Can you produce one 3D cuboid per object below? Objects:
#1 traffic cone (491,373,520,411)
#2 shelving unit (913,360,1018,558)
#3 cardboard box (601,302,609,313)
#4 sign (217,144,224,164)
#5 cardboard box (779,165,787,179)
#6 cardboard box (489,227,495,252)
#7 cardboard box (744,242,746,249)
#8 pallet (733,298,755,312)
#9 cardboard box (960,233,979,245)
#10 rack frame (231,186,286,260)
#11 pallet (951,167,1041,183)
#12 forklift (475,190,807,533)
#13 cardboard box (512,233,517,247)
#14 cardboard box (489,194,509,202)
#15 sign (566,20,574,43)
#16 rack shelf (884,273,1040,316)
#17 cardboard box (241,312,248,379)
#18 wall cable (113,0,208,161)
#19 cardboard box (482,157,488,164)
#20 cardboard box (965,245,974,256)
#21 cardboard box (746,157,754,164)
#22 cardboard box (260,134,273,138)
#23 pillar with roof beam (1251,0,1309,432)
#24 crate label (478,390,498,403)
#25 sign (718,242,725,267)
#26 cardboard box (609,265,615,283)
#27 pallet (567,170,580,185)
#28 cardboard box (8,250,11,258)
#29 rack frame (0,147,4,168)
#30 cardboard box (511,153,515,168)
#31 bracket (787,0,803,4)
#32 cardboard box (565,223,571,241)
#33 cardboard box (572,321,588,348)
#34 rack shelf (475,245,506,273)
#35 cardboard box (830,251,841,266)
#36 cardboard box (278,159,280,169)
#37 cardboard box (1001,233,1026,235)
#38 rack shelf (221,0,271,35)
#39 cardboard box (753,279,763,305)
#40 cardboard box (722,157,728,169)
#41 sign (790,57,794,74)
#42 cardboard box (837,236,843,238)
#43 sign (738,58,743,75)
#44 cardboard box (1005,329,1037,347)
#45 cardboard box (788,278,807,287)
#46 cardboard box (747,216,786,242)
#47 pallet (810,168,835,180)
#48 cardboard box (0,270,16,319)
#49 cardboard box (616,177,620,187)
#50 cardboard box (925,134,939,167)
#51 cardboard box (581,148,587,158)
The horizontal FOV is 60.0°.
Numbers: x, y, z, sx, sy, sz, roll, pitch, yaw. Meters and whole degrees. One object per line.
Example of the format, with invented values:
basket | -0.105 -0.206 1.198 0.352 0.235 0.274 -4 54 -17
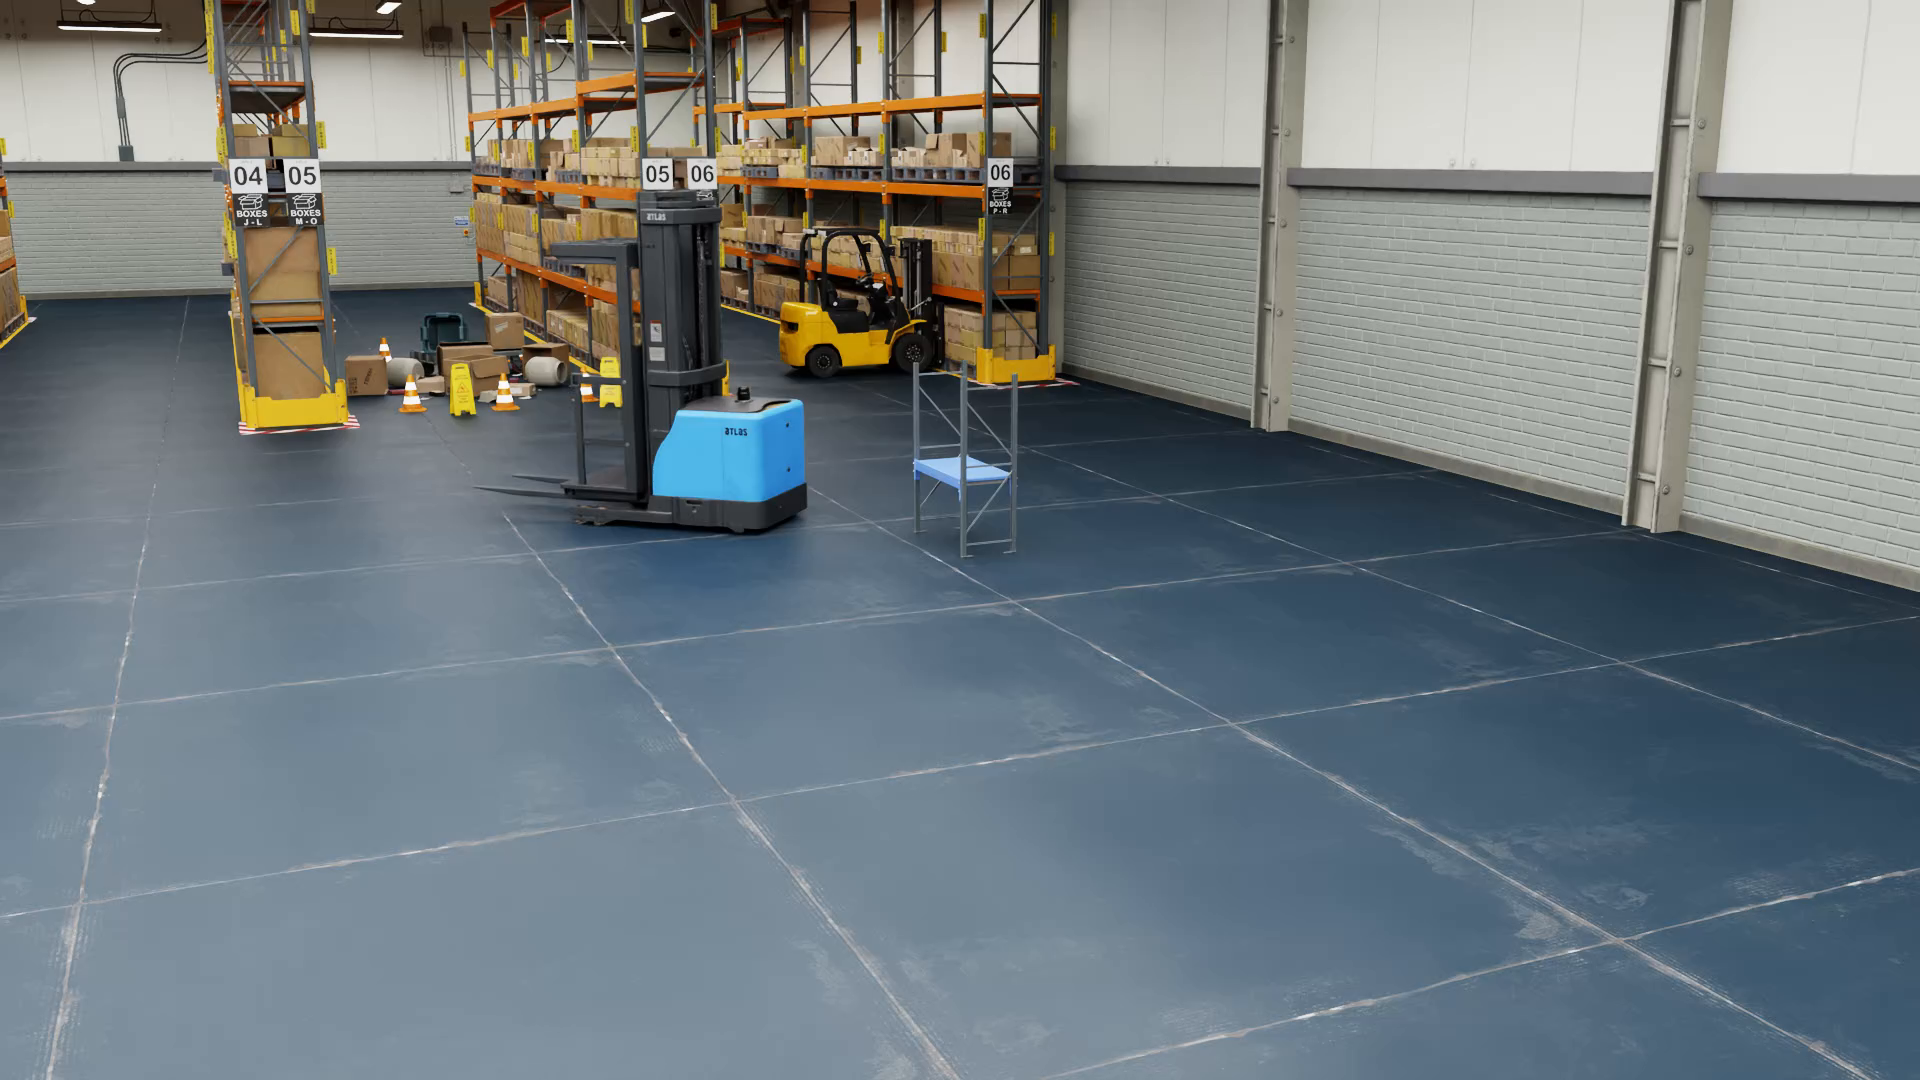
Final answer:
traffic cone | -5.961 -1.947 21.755 0.336 0.463 0.334 -6 14 -23
shelving unit | 0.034 -0.713 14.125 0.538 1.500 1.048 -6 14 -23
cardboard box | -5.136 -3.470 24.776 0.380 0.149 0.250 -5 14 -21
sign | -11.923 -6.230 26.838 0.100 0.325 0.005 -6 14 -23
cardboard box | -3.214 -7.162 32.344 0.500 0.250 0.500 -6 14 -23
cardboard box | -9.379 -6.190 34.241 0.500 0.500 0.500 -6 14 -24
cardboard box | -4.345 -6.230 35.192 0.380 0.149 0.250 -5 14 -22
pallet | -4.260 -5.093 35.906 1.003 0.211 1.213 -6 14 -23
cardboard box | 0.227 -4.494 24.817 0.380 0.149 0.250 -5 14 -22
rack frame | -9.823 -3.739 23.874 1.000 3.000 0.127 -6 14 -23
pallet | 0.561 -5.397 24.579 1.003 0.211 1.213 -6 14 -23
forklift | -2.984 -1.665 15.065 3.031 2.935 1.130 4 14 18
cardboard box | -8.202 -5.702 31.580 0.500 0.250 0.500 -5 14 -22
cardboard box | -9.514 -7.066 34.371 0.380 0.149 0.250 -6 14 -23
sign | -5.834 -7.611 24.875 0.100 0.325 0.005 -6 14 -23
rack shelf | 0.020 -3.893 26.132 1.077 0.370 4.000 -6 14 -23
cardboard box | -9.635 -2.773 23.478 0.875 0.875 0.875 -5 14 -22
wall cable | -18.322 -11.761 38.094 2.277 5.999 0.120 -6 14 -23
cardboard box | -9.910 -8.033 35.179 0.380 0.149 0.250 -5 14 -21
cardboard box | 0.296 -4.291 24.598 0.380 0.149 0.250 -5 14 -22
cardboard box | -4.159 -7.747 33.943 0.380 0.149 0.250 -5 14 -22
cardboard box | -10.472 -5.995 25.594 0.500 0.500 0.500 -6 14 -23
pillar with roof beam | -0.173 -5.350 17.527 9.100 9.000 0.400 -6 14 -23
crate label | -6.333 -1.945 22.470 0.298 0.136 0.250 9 16 35
sign | -3.229 -3.852 22.440 0.100 0.325 0.005 -6 14 -23
cardboard box | -4.775 -3.976 24.014 0.500 0.500 0.500 -5 14 -22
pallet | -5.478 -5.714 26.172 1.213 0.211 1.003 -6 14 -23
cardboard box | -18.565 -5.519 32.123 0.380 0.149 0.250 -6 14 -23
rack frame | -19.215 -8.714 32.064 1.000 3.000 0.127 -6 14 -23
cardboard box | -8.121 -7.052 30.900 0.396 0.266 0.258 -4 14 -18
bracket | -2.559 -10.557 32.045 0.076 0.066 4.783 -6 14 -23
cardboard box | -6.124 -4.890 27.032 0.500 0.500 0.500 -5 14 -21
cardboard box | -5.831 -3.388 27.253 0.950 0.372 0.625 -5 14 -19
rack shelf | -9.334 -5.923 34.904 1.077 0.370 4.000 -6 14 -23
cardboard box | -2.020 -5.086 30.025 0.500 0.250 0.500 -6 14 -25
cardboard box | -8.872 -5.022 22.169 0.380 0.149 0.250 -6 14 -23
cardboard box | 0.833 -4.489 24.793 0.380 0.149 0.250 -5 14 -21
rack shelf | -13.829 -9.997 31.831 1.077 0.370 4.000 -6 14 -23
cardboard box | -3.998 -5.176 34.693 0.500 0.500 0.500 -5 14 -21
cardboard box | -4.821 -8.133 35.878 0.500 0.250 0.500 -5 14 -22
sign | -3.480 -9.816 34.400 0.100 0.325 0.005 -6 14 -23
cardboard box | -1.999 -5.489 29.775 0.380 0.149 0.250 -5 14 -22
sign | -4.491 -9.680 33.992 0.100 0.325 0.005 -6 14 -23
cardboard box | 0.823 -3.055 24.973 0.500 0.250 0.500 -5 14 -22
cardboard box | -3.181 -5.087 32.870 0.380 0.149 0.250 -6 14 -24
cardboard box | -3.997 -6.442 34.400 0.700 0.500 0.500 -5 14 -22
pallet | -2.030 -6.720 30.520 1.213 0.211 1.003 -5 14 -20
cardboard box | -18.521 -4.648 31.581 0.875 0.875 0.875 -6 14 -23
cardboard box | -4.612 -5.035 23.379 0.380 0.149 0.250 -6 14 -25
cardboard box | -0.098 -6.009 25.648 0.797 0.503 0.637 -5 14 -21
cardboard box | -5.501 -5.840 25.088 0.380 0.149 0.250 -6 14 -24
